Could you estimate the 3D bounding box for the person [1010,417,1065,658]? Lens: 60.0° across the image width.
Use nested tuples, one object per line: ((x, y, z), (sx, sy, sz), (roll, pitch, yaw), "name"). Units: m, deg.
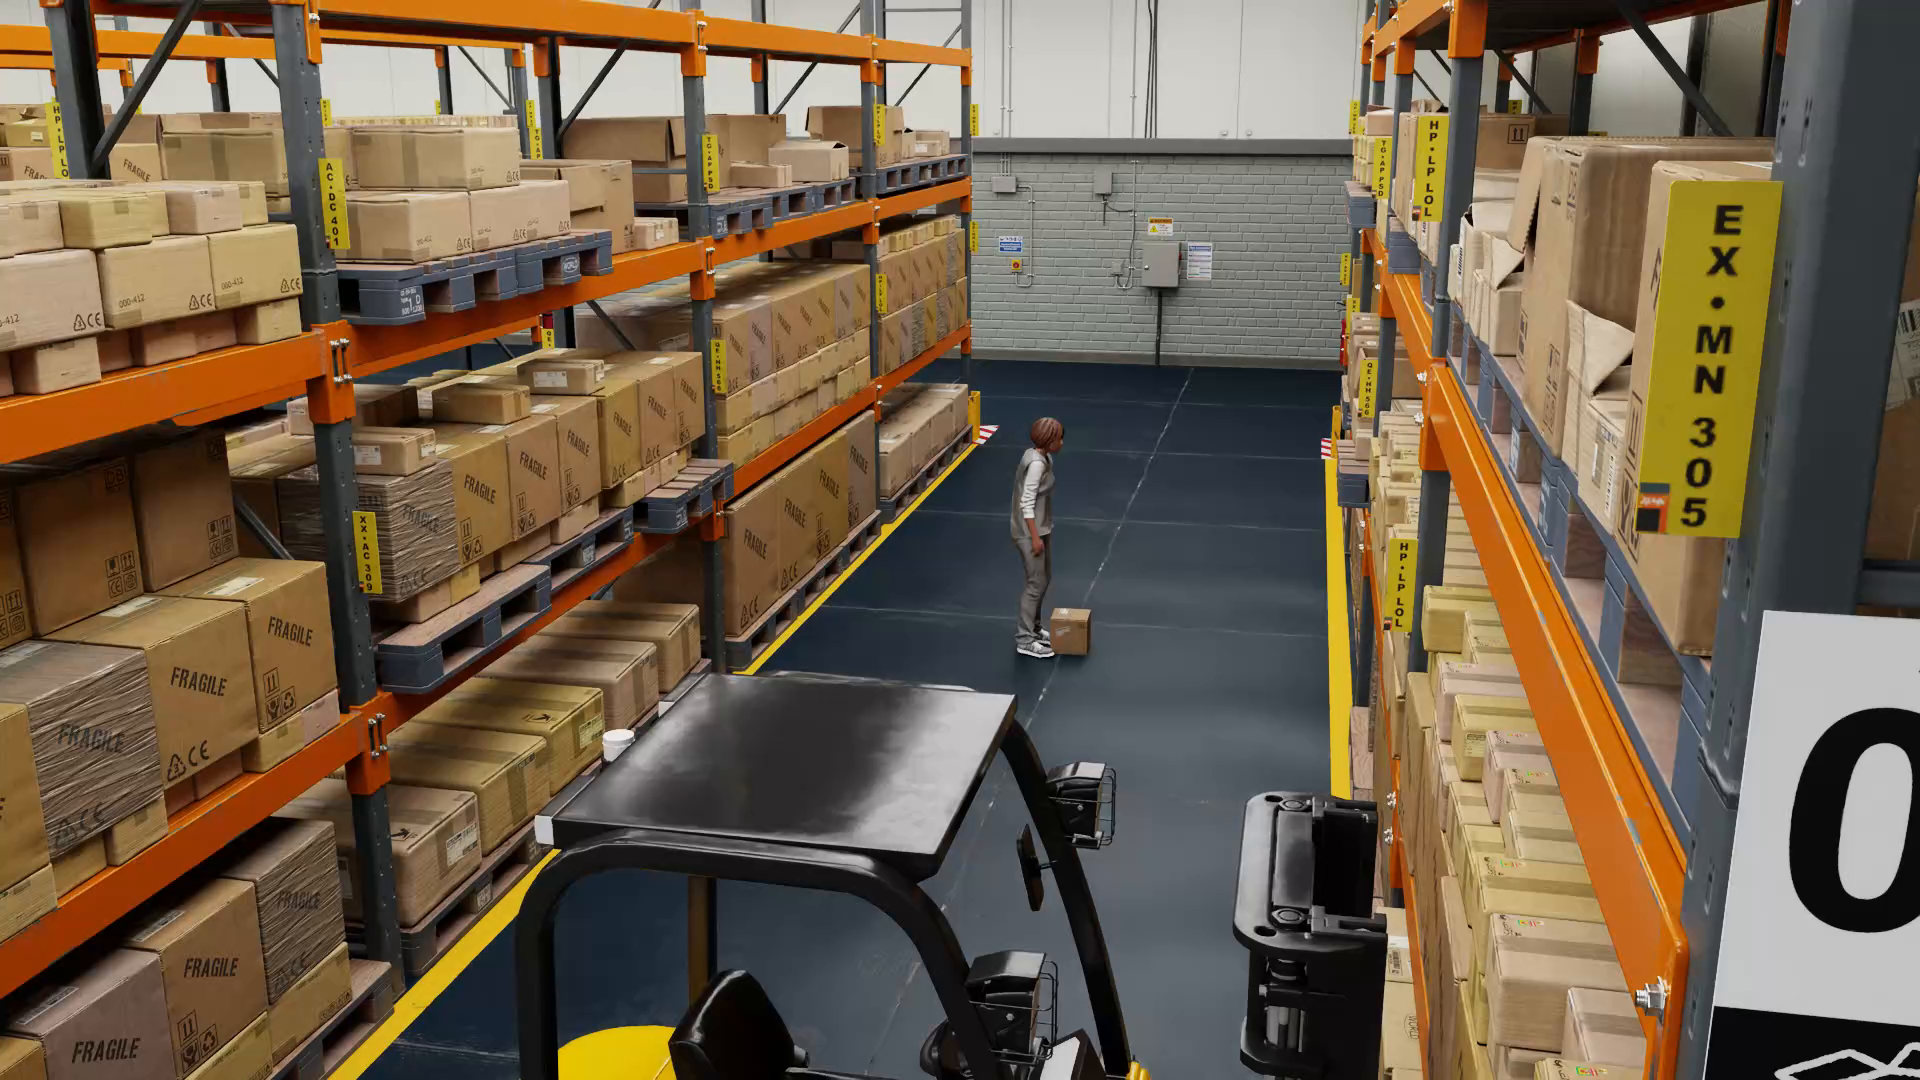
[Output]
((0.513, -0.035, 11.170), (0.347, 1.592, 0.464), (3, 15, 11), "person")
